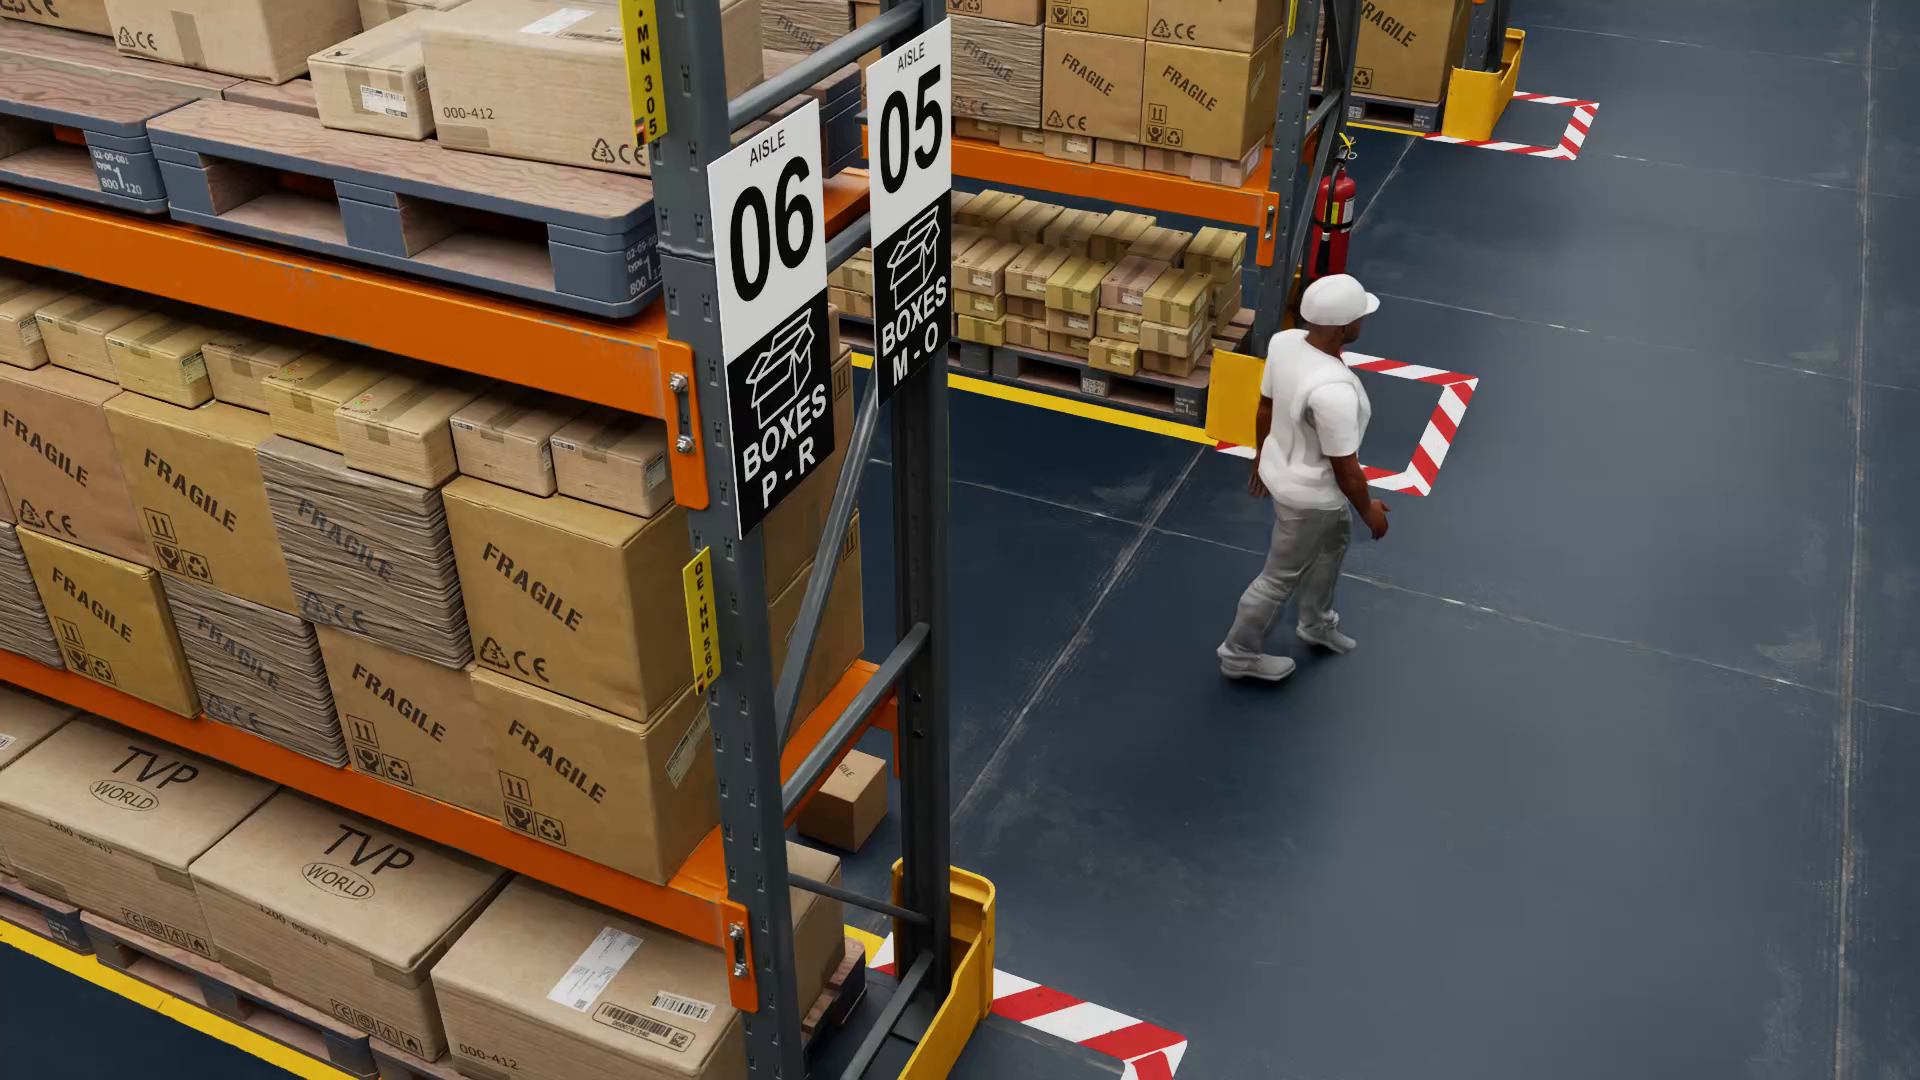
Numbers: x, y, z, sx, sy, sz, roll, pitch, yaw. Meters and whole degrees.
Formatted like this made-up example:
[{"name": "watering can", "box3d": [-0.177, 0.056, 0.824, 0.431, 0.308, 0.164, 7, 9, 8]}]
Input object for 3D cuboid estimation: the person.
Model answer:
[{"name": "person", "box3d": [1.374, -0.187, 6.422, 0.666, 1.820, 0.583, -4, 34, -7]}]
